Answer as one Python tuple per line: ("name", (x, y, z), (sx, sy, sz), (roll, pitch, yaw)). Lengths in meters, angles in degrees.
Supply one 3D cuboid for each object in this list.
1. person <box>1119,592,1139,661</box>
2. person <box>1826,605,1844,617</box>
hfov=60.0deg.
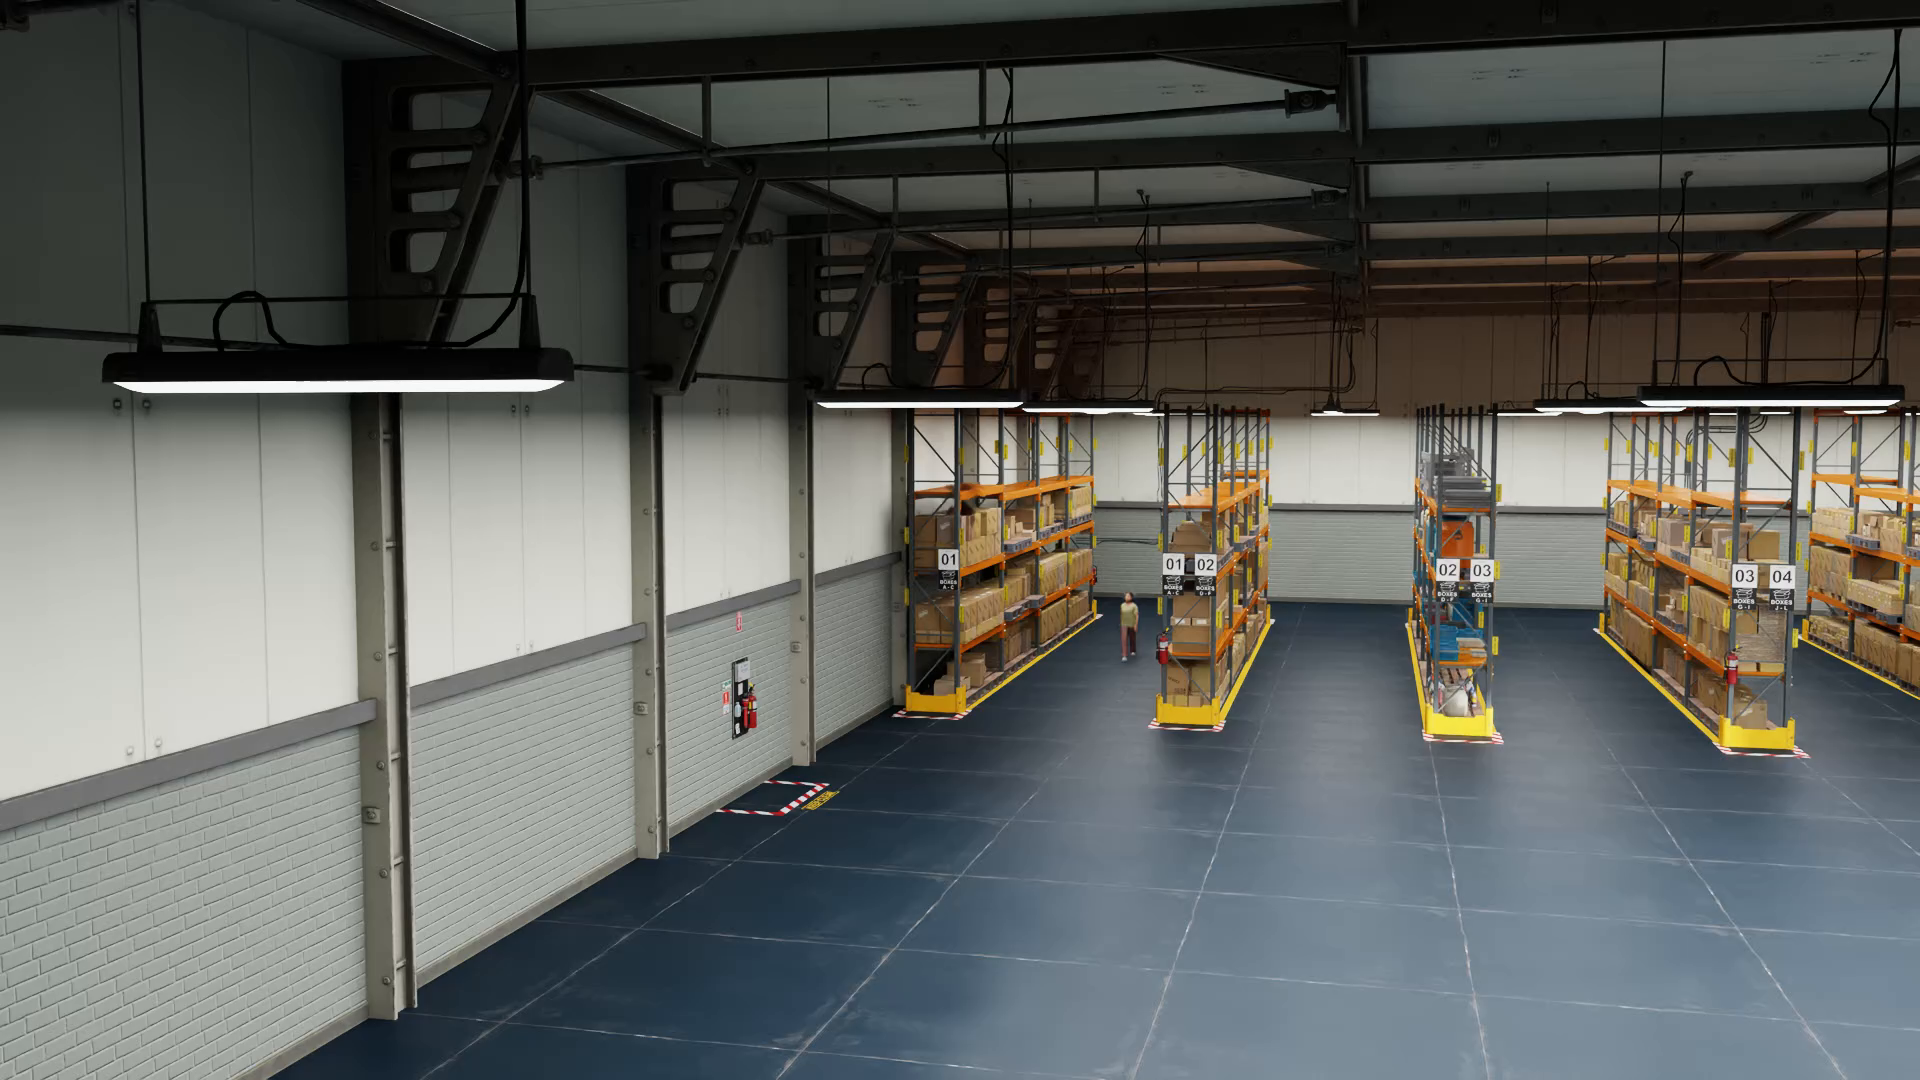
("person", (4.007, 2.040, 39.494), (0.472, 1.620, 1.064), (1, 4, 10))
("person", (23.336, 1.678, 44.082), (0.859, 1.638, 0.552), (1, 4, 19))
